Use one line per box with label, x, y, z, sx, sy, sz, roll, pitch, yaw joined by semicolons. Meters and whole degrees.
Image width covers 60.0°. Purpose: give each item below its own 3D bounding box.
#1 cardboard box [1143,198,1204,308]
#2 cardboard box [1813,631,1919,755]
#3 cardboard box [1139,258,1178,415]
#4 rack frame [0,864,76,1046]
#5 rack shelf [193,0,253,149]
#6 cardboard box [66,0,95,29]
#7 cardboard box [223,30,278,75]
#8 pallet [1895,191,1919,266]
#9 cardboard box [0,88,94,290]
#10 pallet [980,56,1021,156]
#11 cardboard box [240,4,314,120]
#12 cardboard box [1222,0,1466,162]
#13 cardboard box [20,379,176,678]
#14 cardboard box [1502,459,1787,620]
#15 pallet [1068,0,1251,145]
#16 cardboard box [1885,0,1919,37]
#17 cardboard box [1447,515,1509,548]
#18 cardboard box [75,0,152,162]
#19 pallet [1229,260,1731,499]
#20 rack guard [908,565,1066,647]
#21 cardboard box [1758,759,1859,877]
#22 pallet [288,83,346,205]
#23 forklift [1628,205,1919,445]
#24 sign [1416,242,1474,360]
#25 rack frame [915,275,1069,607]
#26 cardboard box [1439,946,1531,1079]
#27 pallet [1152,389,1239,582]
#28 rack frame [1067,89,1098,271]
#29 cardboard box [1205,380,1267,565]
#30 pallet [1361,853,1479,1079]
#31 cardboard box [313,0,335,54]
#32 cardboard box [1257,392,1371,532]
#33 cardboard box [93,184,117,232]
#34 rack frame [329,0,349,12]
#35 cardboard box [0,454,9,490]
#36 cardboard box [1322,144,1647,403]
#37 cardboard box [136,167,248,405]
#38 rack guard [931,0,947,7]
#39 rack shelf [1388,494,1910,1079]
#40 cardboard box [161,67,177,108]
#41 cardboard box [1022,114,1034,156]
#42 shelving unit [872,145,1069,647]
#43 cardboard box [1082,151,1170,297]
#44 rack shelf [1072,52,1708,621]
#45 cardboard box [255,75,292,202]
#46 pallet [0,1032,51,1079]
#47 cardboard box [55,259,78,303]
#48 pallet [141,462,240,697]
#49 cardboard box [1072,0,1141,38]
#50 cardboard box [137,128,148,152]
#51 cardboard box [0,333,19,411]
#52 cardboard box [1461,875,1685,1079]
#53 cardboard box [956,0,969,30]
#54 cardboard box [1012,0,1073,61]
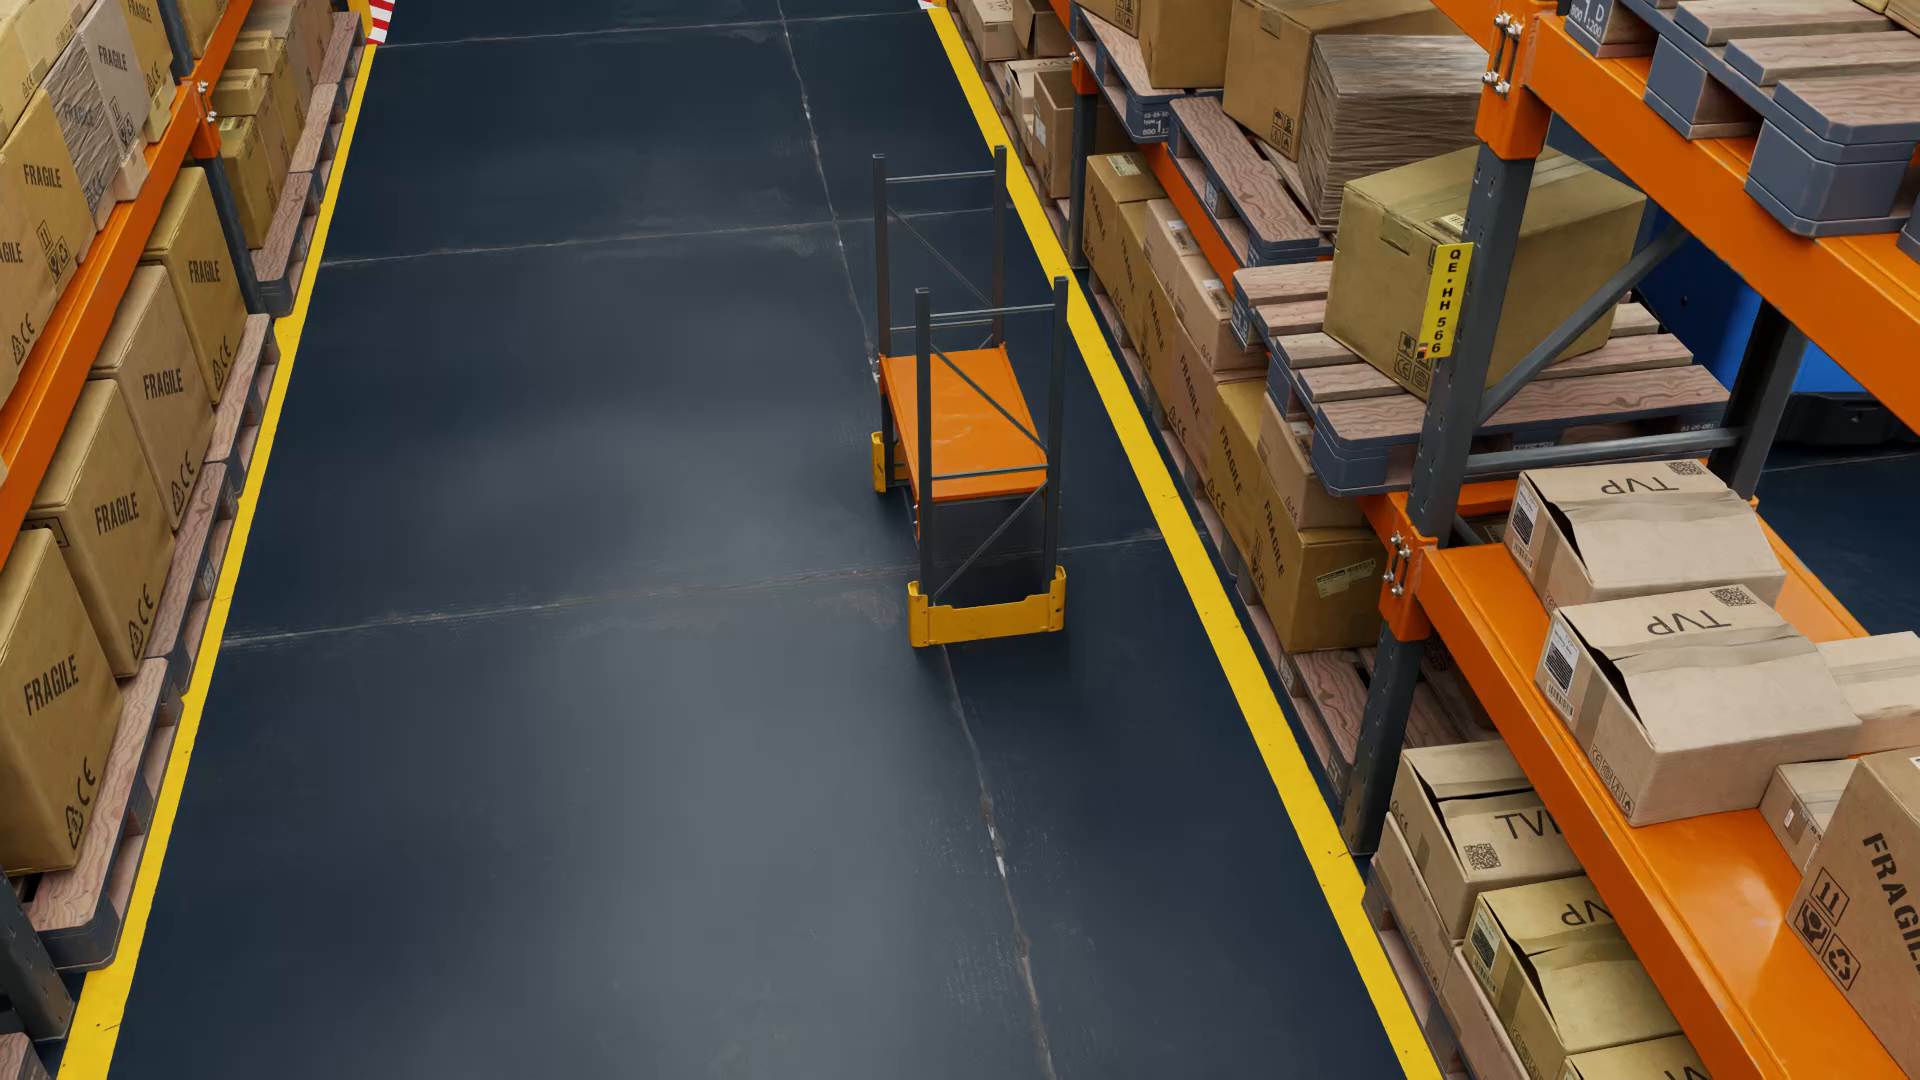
cardboard box;1.077;-1.215;6.937;0.500;0.250;0.500;-6;38;-8
cardboard box;2.188;0.374;4.028;0.380;0.149;0.250;-6;38;-8
cardboard box;1.087;-0.899;7.142;0.500;0.500;0.500;-6;38;-7
rack frame;-3.118;0.296;3.924;1.000;3.000;0.127;-6;38;-8
rack shelf;-4.170;-3.044;8.809;1.077;0.370;4.000;-6;38;-8
cardboard box;-3.405;-2.016;5.949;0.500;0.250;0.500;-5;38;-7
cardboard box;-3.822;-2.559;8.765;0.380;0.149;0.250;-7;38;-9
pallet;2.164;-0.273;2.366;1.003;0.211;1.213;-5;38;-6
cardboard box;-3.219;-1.120;5.407;0.500;0.500;0.500;-5;38;-7
pallet;0.720;-2.707;10.062;1.003;0.211;1.213;-6;38;-8
cardboard box;-4.123;-2.696;9.471;0.700;0.500;0.500;-7;38;-9
cardboard box;1.427;-1.800;6.198;0.700;0.500;0.500;-16;41;-19
cardboard box;-3.265;-0.009;5.726;0.750;0.750;0.750;-6;38;-8
cardboard box;1.779;0.021;4.351;0.500;0.311;0.500;-4;38;-5
pallet;1.090;-2.085;7.145;1.003;0.211;1.213;-6;38;-8
cardboard box;2.003;-0.947;2.859;0.500;0.250;0.500;-5;38;-7
cardboard box;1.862;-0.047;6.044;0.500;0.500;0.500;-8;38;-10
cardboard box;-3.391;-1.726;6.186;0.500;0.500;0.500;-6;38;-8
pallet;1.570;-0.565;5.188;1.213;0.211;1.003;-6;38;-8
rack guard;0.101;0.248;6.227;0.587;0.250;0.087;-6;38;-8
cardboard box;2.037;0.625;3.706;0.380;0.149;0.250;-4;38;-5
pallet;-4.093;-2.225;9.442;1.003;0.211;1.213;-6;38;-8
forklift;4.679;-1.866;6.763;3.031;2.935;1.130;-1;38;-1
sign;1.226;-0.601;4.199;0.100;0.325;0.005;-6;38;-8
rack frame;0.104;-0.234;5.828;0.500;1.500;0.032;-6;38;-8
cardboard box;1.650;1.333;4.489;0.500;0.250;0.500;-7;38;-9
pallet;1.454;-0.328;7.000;1.003;0.211;1.213;-6;38;-8
rack frame;1.057;-2.655;7.722;1.000;3.000;0.127;-6;38;-8
cardboard box;1.273;-0.278;6.341;0.500;0.500;0.500;-8;38;-10
pallet;1.864;1.364;4.822;1.003;0.211;1.213;-6;38;-8
cardboard box;-4.299;-3.302;10.251;0.700;0.500;0.500;-6;38;-8
cardboard box;1.349;-0.295;5.752;0.500;0.250;0.500;-5;38;-6
cardboard box;-3.331;-1.235;6.084;0.380;0.149;0.250;-6;38;-8
rack frame;-4.521;-4.536;10.143;1.000;3.000;0.127;-6;38;-8
cardboard box;-2.947;-0.159;4.698;0.380;0.149;0.250;-5;38;-7
cardboard box;1.537;-0.812;4.927;0.700;0.500;0.500;-19;42;-23
cardboard box;-3.577;-1.058;7.077;0.750;0.750;0.750;-6;38;-7
rack guard;0.369;-4.038;11.540;1.175;0.500;0.348;-6;38;-8
rack shelf;2.109;1.253;3.278;1.077;0.370;4.000;-6;38;-8
cardboard box;-3.481;-1.855;6.881;0.380;0.149;0.250;-6;38;-8
cardboard box;0.553;-2.236;9.149;0.380;0.149;0.250;-6;38;-8
shelving unit;0.013;-0.546;6.231;0.587;1.500;1.083;-6;38;-8
cardboard box;0.902;-1.523;7.944;0.500;0.500;0.500;-8;39;-10
rack shelf;1.408;-1.163;6.388;1.077;0.370;4.000;-6;38;-8
cardboard box;-3.934;-2.065;8.658;0.700;0.500;0.500;-7;38;-8
pallet;-2.983;1.870;4.171;1.003;0.211;1.213;-6;38;-8
cardboard box;-3.267;-0.921;5.679;0.380;0.149;0.250;-5;38;-7
pallet;-3.393;0.178;6.349;1.003;0.211;1.213;-6;38;-8
cardboard box;0.920;-2.550;7.163;0.700;0.500;0.500;-19;42;-23
cardboard box;-3.413;-1.544;6.480;0.380;0.149;0.250;-5;38;-7
cardboard box;-3.034;-0.507;4.617;0.500;0.500;0.500;-5;38;-6
cardboard box;1.661;1.124;4.300;0.500;0.311;0.500;-7;38;-9
cardboard box;0.259;-3.498;10.690;0.500;0.250;0.500;-6;38;-8
cardboard box;0.723;-2.977;9.813;0.797;0.503;0.637;-6;38;-8
